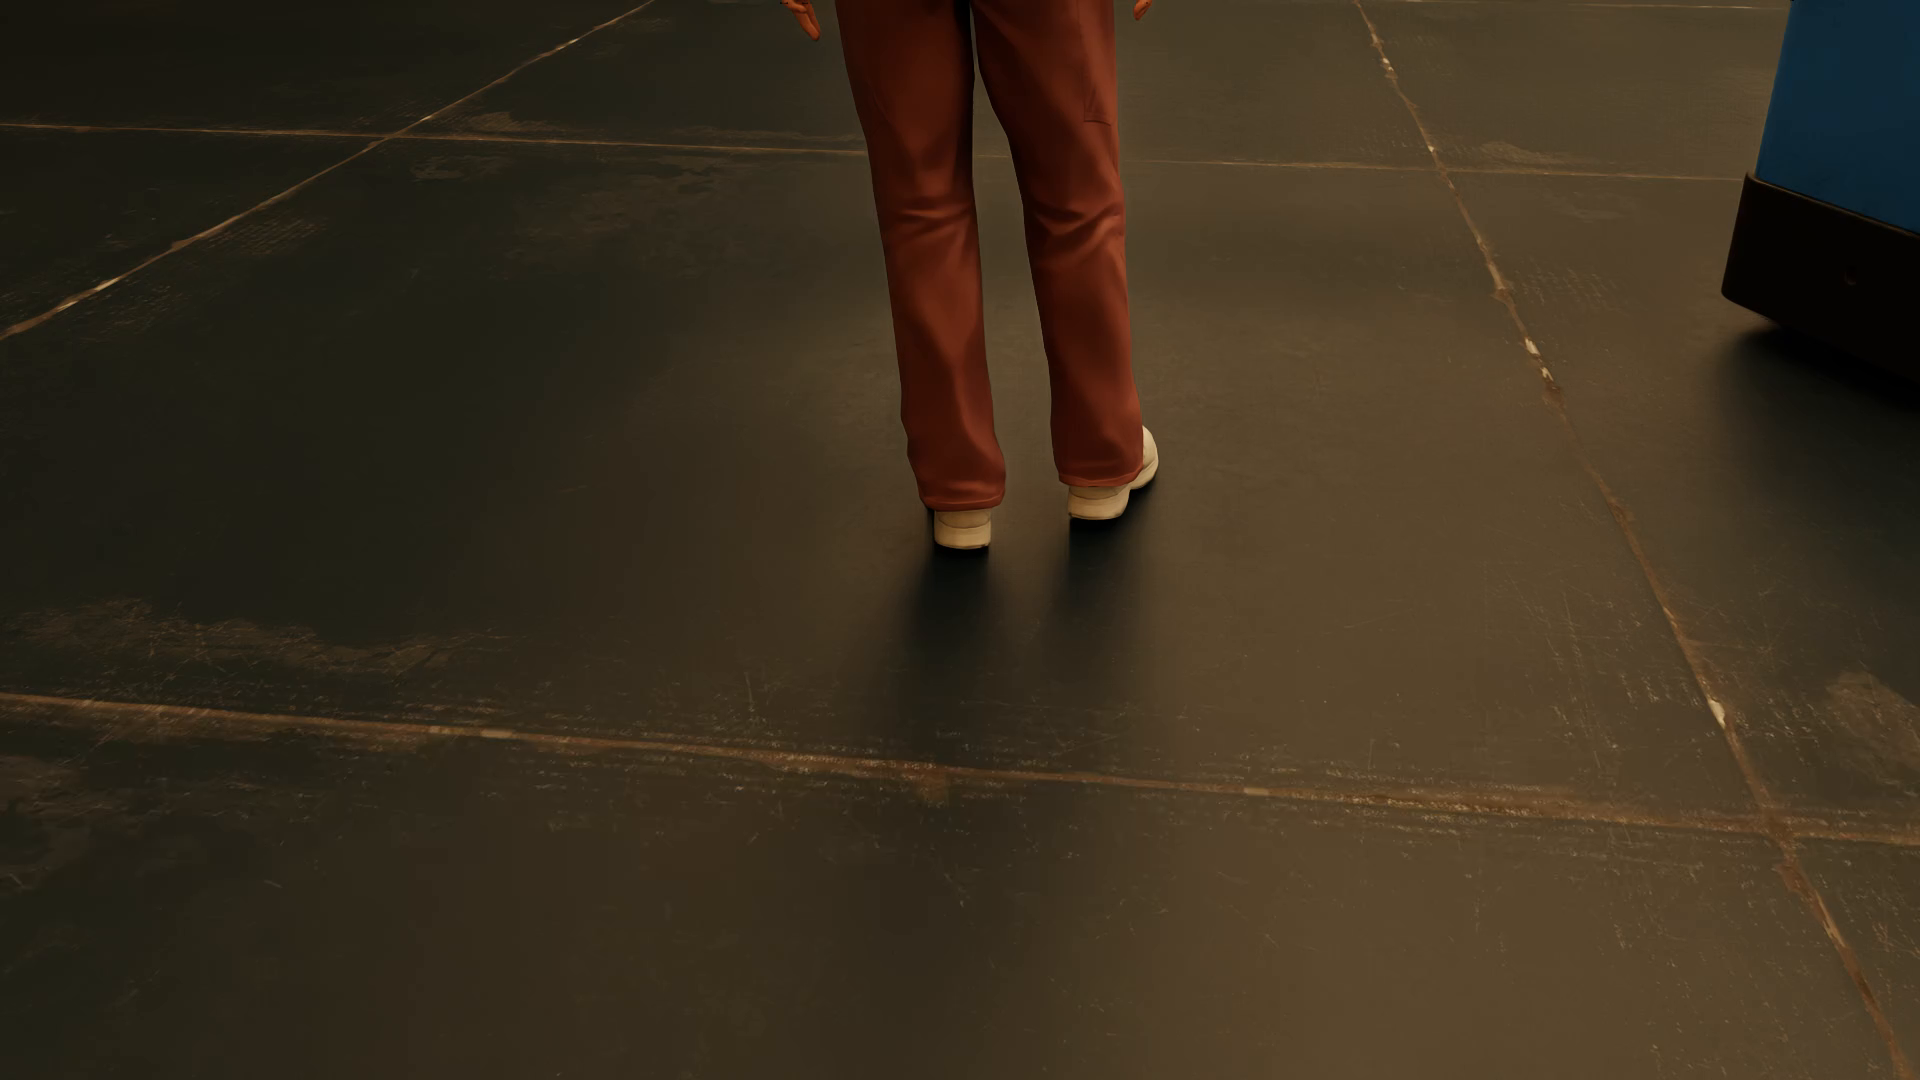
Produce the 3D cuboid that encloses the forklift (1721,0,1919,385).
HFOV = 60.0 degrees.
[{"bbox_3d":[3.094,-1.731,2.687,3.031,2.935,1.130,-8,28,-15],"label":"forklift"}]

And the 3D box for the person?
[{"bbox_3d":[0.020,-0.788,2.187,0.555,1.675,0.549,3,27,7],"label":"person"}]
